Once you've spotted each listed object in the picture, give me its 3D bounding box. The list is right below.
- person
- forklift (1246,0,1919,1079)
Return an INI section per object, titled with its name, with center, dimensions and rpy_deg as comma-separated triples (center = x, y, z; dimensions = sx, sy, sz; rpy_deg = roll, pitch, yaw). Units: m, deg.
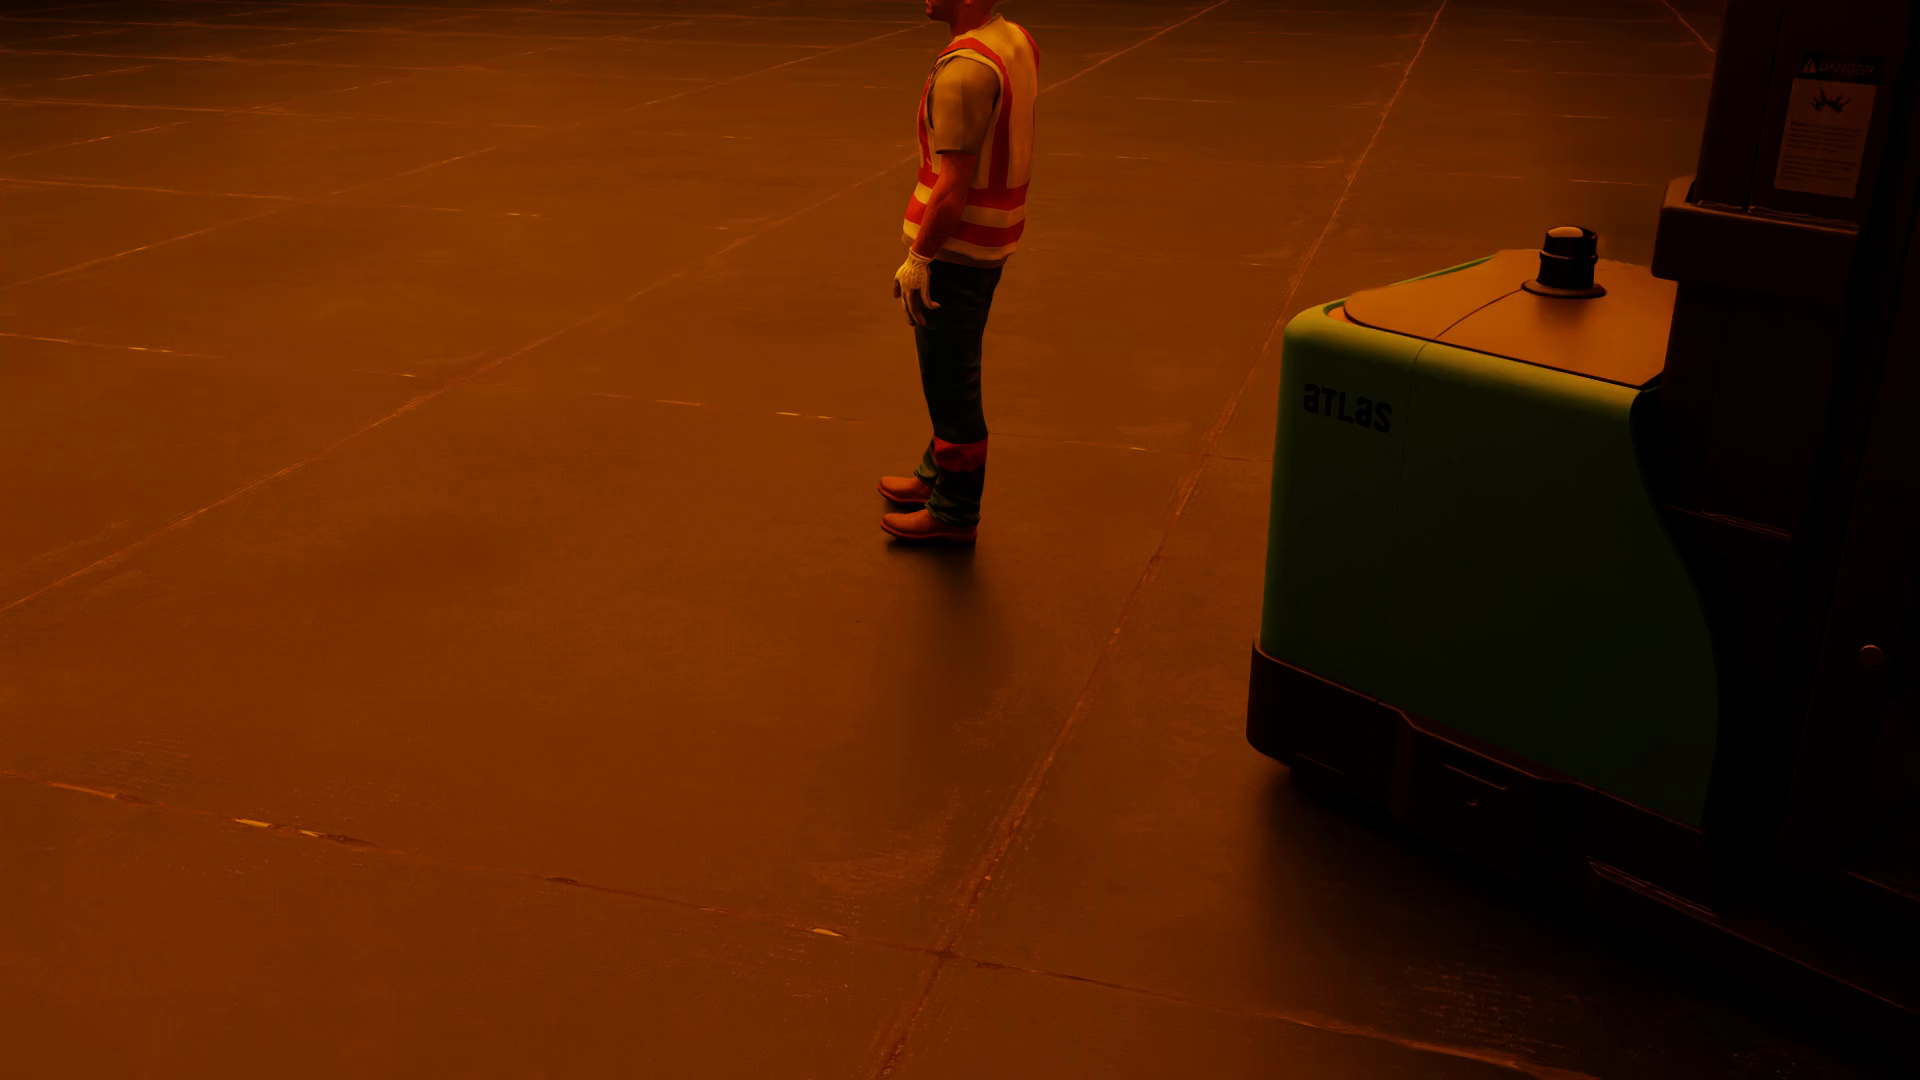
[person]
center = -0.074, -0.848, 4.809
dimensions = 0.562, 1.790, 0.637
rpy_deg = 7, 23, 16
[forklift]
center = 2.032, -0.548, 2.606
dimensions = 1.130, 2.935, 3.031
rpy_deg = -20, 29, -39
